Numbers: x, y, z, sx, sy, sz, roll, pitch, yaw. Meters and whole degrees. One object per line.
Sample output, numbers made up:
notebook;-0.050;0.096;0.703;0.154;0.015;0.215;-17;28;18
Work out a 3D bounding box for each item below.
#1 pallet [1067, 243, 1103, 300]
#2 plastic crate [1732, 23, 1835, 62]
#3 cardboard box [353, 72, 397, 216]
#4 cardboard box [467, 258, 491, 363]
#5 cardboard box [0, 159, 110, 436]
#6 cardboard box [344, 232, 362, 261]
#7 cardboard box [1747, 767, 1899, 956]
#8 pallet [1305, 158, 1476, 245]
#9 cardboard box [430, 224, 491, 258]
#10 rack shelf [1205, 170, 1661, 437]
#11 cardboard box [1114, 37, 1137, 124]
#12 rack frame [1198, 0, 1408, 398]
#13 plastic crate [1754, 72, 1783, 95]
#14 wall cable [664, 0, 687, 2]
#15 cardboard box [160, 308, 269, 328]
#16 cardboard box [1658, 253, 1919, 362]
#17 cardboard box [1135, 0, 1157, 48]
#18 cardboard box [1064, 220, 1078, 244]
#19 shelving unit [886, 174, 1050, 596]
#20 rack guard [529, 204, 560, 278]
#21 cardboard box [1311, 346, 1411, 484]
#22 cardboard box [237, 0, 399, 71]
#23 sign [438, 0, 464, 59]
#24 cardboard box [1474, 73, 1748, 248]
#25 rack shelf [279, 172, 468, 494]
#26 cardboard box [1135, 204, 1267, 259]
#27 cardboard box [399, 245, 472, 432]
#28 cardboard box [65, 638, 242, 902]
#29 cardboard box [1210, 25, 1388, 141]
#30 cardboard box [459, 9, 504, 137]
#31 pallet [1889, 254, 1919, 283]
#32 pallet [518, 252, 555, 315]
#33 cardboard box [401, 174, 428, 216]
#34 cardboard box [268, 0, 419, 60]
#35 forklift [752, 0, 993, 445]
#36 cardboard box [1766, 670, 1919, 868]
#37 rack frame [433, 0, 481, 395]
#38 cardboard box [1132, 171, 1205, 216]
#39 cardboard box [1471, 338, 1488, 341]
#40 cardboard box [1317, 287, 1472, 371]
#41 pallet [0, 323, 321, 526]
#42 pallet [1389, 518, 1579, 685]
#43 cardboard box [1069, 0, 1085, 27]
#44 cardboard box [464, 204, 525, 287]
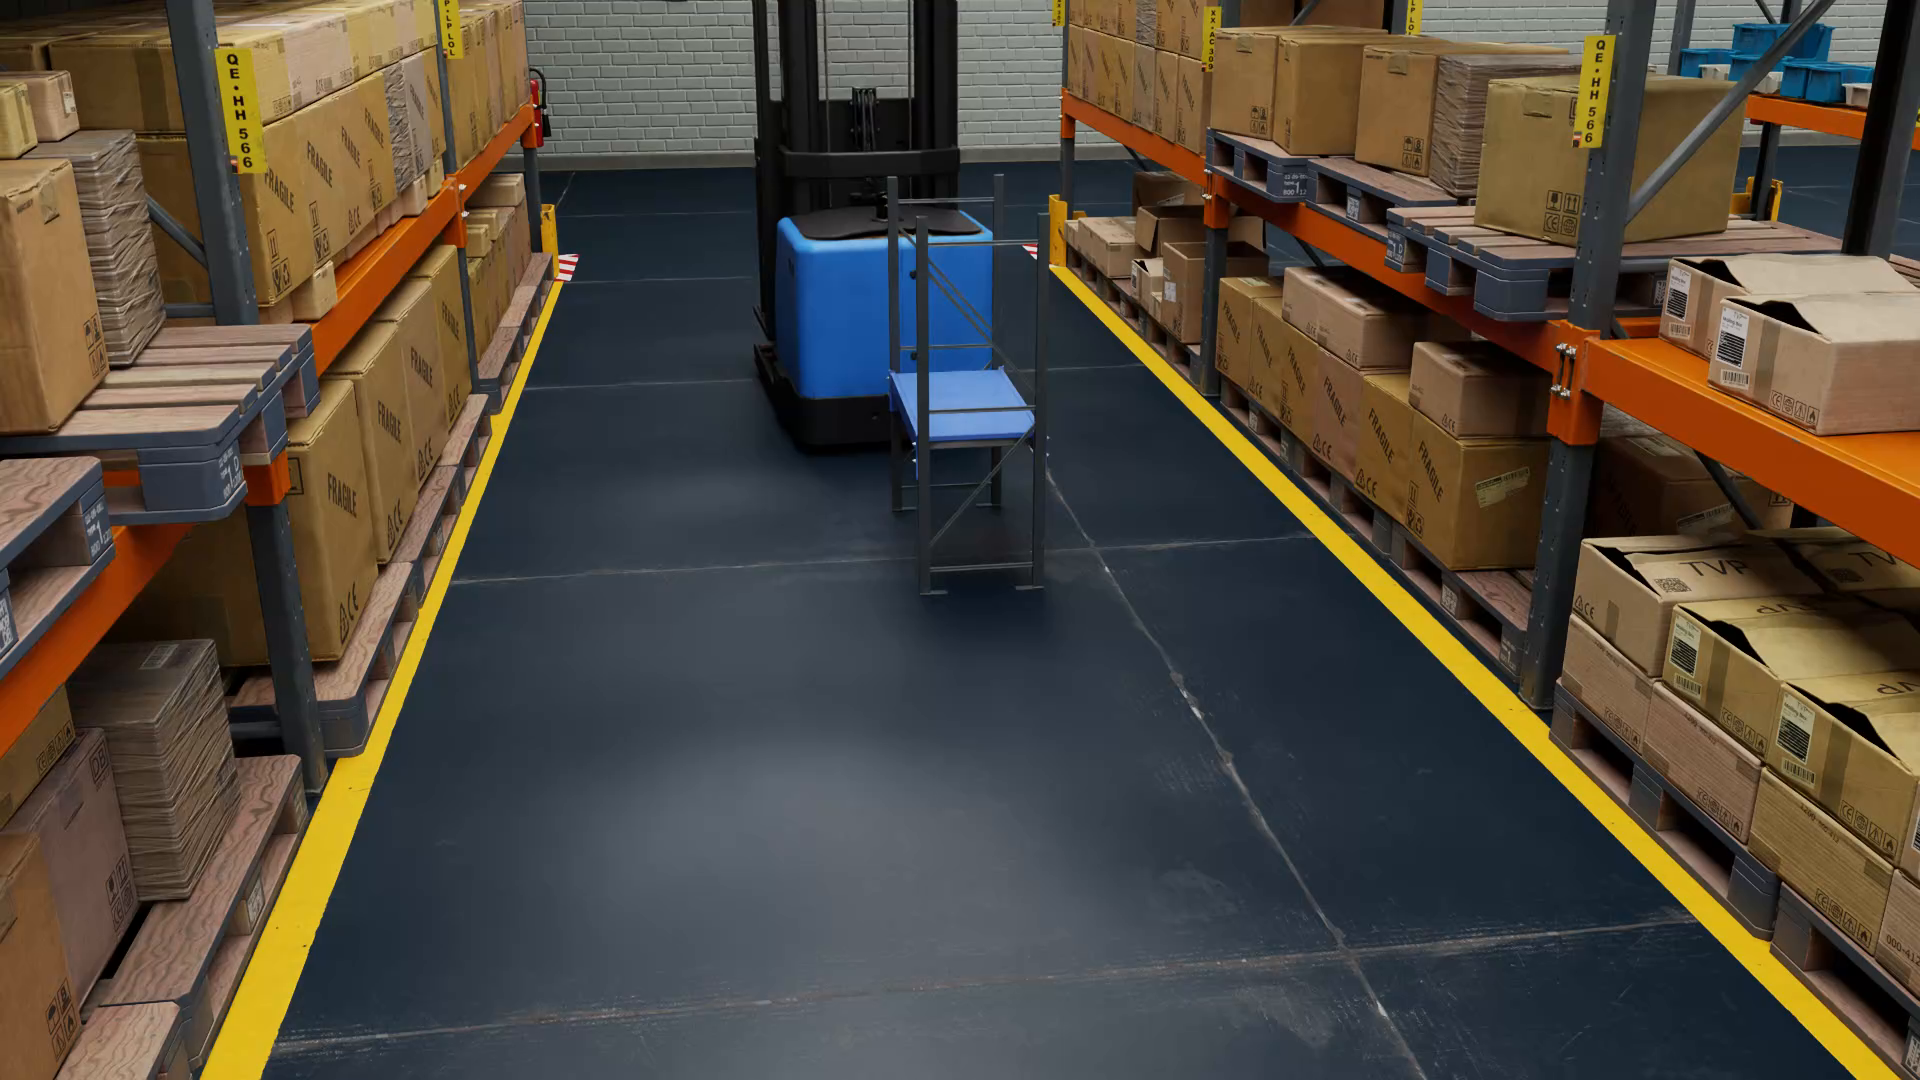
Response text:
pallet;1.407;-2.026;12.339;1.003;0.211;1.213;-3;21;-8
plastic crate;6.416;-3.821;13.024;0.616;0.435;0.499;-3;21;-8
cardboard box;-2.504;-1.524;6.413;0.500;0.500;0.500;-2;21;-6
cardboard box;-3.051;-1.289;9.351;0.700;0.500;0.500;-3;21;-7
cardboard box;-2.283;-0.512;3.529;0.700;0.500;0.500;-5;21;-13
cardboard box;-2.518;-1.162;6.370;0.380;0.149;0.250;-3;21;-7
cardboard box;2.373;0.776;4.180;0.500;0.250;0.500;-3;21;-9
pallet;2.149;-1.448;7.081;1.003;0.211;1.213;-3;21;-8
cardboard box;-2.919;-1.720;9.580;0.380;0.149;0.250;-2;21;-6
rack shelf;2.145;-1.220;7.225;1.077;0.370;4.000;-3;21;-8
cardboard box;1.303;-2.989;10.790;0.500;0.500;0.500;-3;21;-7
rack frame;1.857;-2.250;8.953;1.000;3.000;0.127;-3;21;-8
plastic crate;5.955;-3.336;12.151;0.250;0.136;0.298;-3;21;-8
wall cable;-4.083;-6.716;16.773;3.097;2.526;0.112;-3;21;-8
cardboard box;-2.286;-0.631;4.949;0.380;0.149;0.250;-3;21;-9
cardboard box;2.443;-0.695;4.917;0.500;0.311;0.500;-2;21;-4
cardboard box;1.379;-3.279;10.136;0.500;0.500;0.500;-3;21;-7
cardboard box;1.001;-2.343;12.648;0.380;0.149;0.250;-3;21;-8
shelving unit;0.012;-0.673;6.875;0.538;1.500;1.048;-3;21;-8
rack guard;-3.624;-2.221;12.448;1.175;0.500;0.348;-3;21;-8
cardboard box;1.910;-0.573;7.406;0.500;0.500;0.500;-4;21;-10
cardboard box;-2.586;-2.043;6.730;0.500;0.250;0.500;-3;21;-7
sign;-2.509;-2.535;8.174;0.100;0.325;0.005;-3;21;-8
cardboard box;2.231;-1.321;5.722;0.700;0.500;0.500;-10;23;-26
rack shelf;-2.756;-0.969;6.552;1.077;0.370;4.000;-3;21;-8
cardboard box;1.581;-1.937;11.054;0.797;0.503;0.637;-3;21;-8
cardboard box;-2.822;-0.970;7.998;0.750;0.750;0.750;-3;21;-7
cardboard box;-2.312;0.598;4.272;0.700;0.500;0.500;-3;21;-7
cardboard box;1.704;-2.318;8.392;0.700;0.500;0.500;-10;23;-26
cardboard box;-3.321;-2.832;10.084;0.980;0.700;0.700;-4;21;-10
pallet;6.436;-1.868;11.916;1.003;0.211;1.213;-3;21;-8
pallet;-3.428;-1.804;11.746;1.003;0.211;1.213;-3;21;-8
cardboard box;-2.567;-1.521;7.332;0.380;0.149;0.250;-3;21;-8
cardboard box;-2.660;-2.219;7.202;0.500;0.250;0.500;-2;21;-7
forklift;-0.607;-2.327;9.256;1.130;2.935;3.031;-4;21;-12
cardboard box;2.374;0.518;4.070;0.500;0.311;0.500;-3;21;-9
rack frame;-3.044;-1.999;8.280;1.000;3.000;0.127;-3;21;-8
cardboard box;1.603;-2.494;12.550;0.500;0.500;0.500;-3;21;-8
cardboard box;2.422;-0.607;7.499;0.500;0.500;0.500;-4;21;-10
cardboard box;1.903;-0.937;7.309;0.500;0.250;0.500;-3;21;-9
pallet;-2.260;-0.283;3.960;1.213;0.211;1.003;-3;21;-8
pallet;2.363;0.181;6.430;1.003;0.211;1.213;-3;21;-8
cardboard box;1.084;-3.983;12.021;0.500;0.500;0.500;-2;21;-6
cardboard box;-3.349;-1.999;11.253;0.700;0.500;0.500;-3;21;-8
